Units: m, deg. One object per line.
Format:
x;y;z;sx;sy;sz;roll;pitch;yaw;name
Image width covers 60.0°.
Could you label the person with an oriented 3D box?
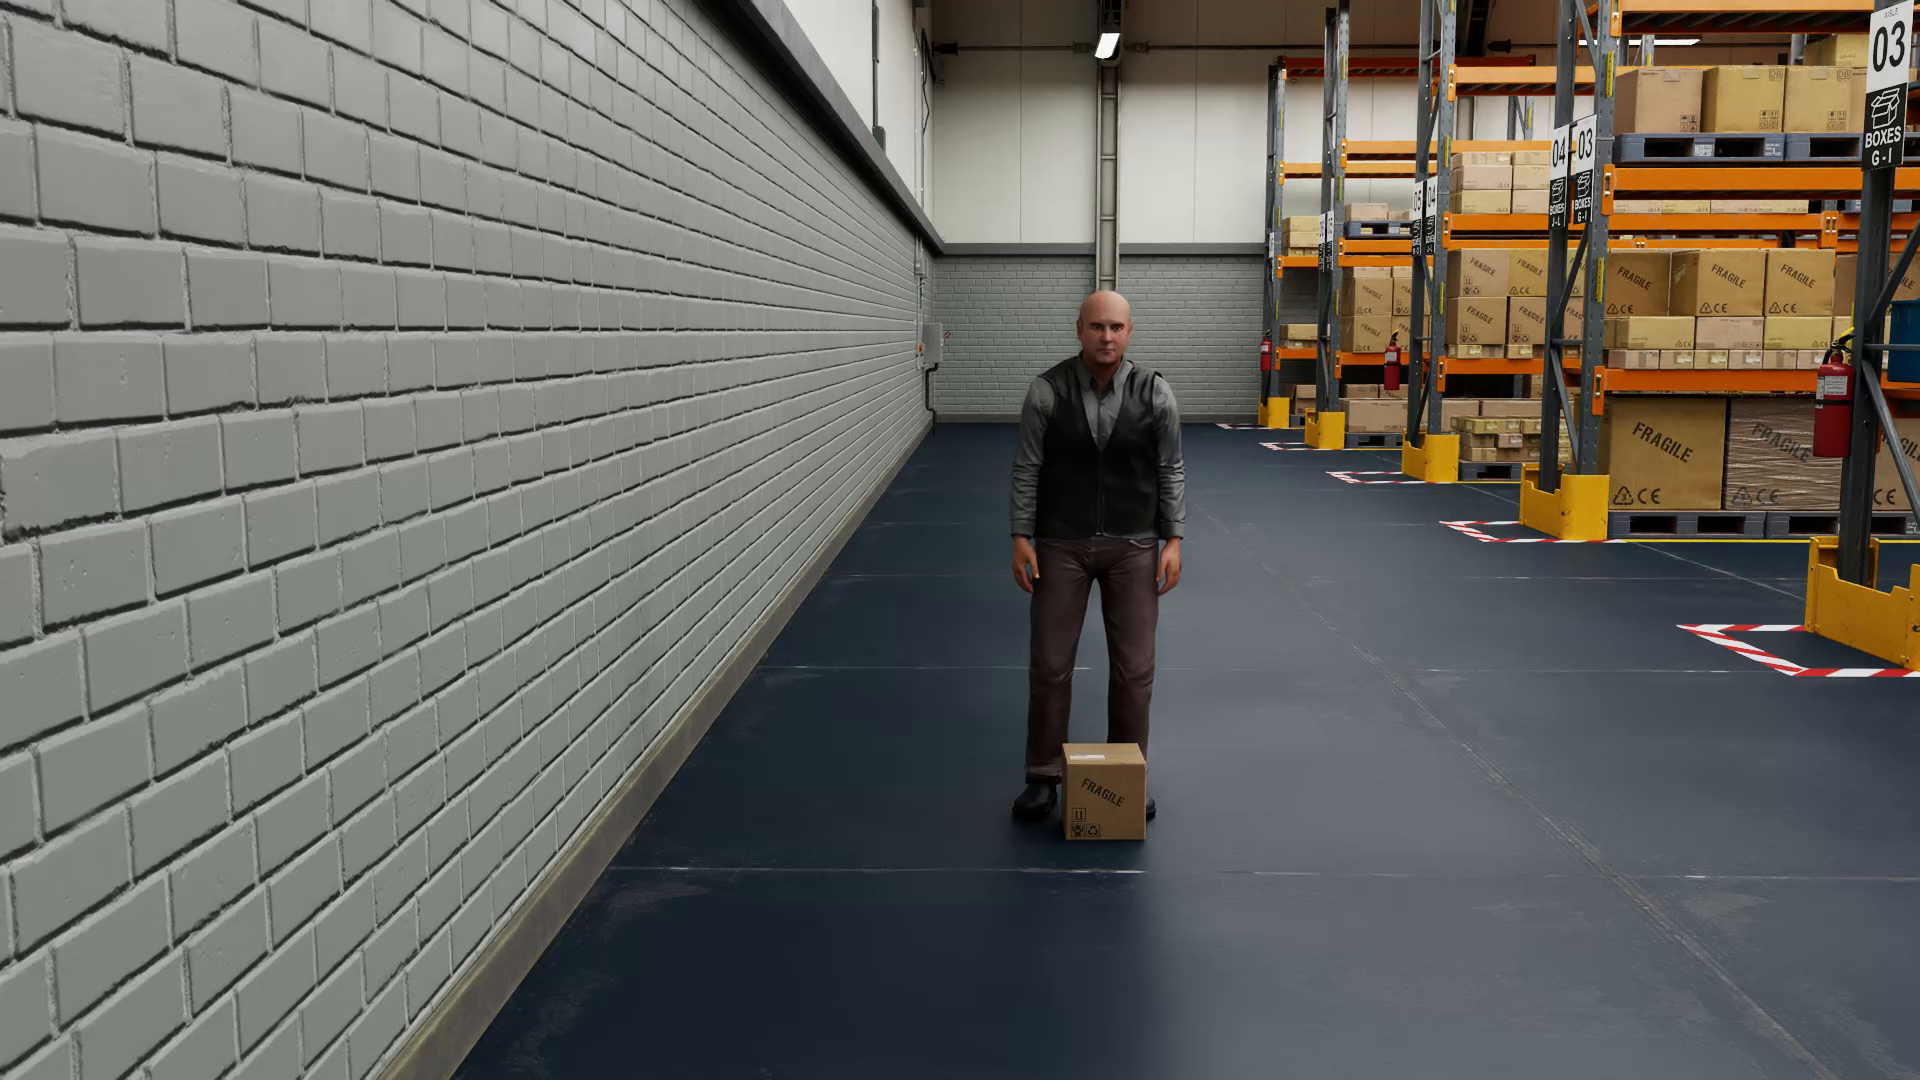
0.455;0.042;5.528;0.580;1.721;0.416;0;7;2;person
